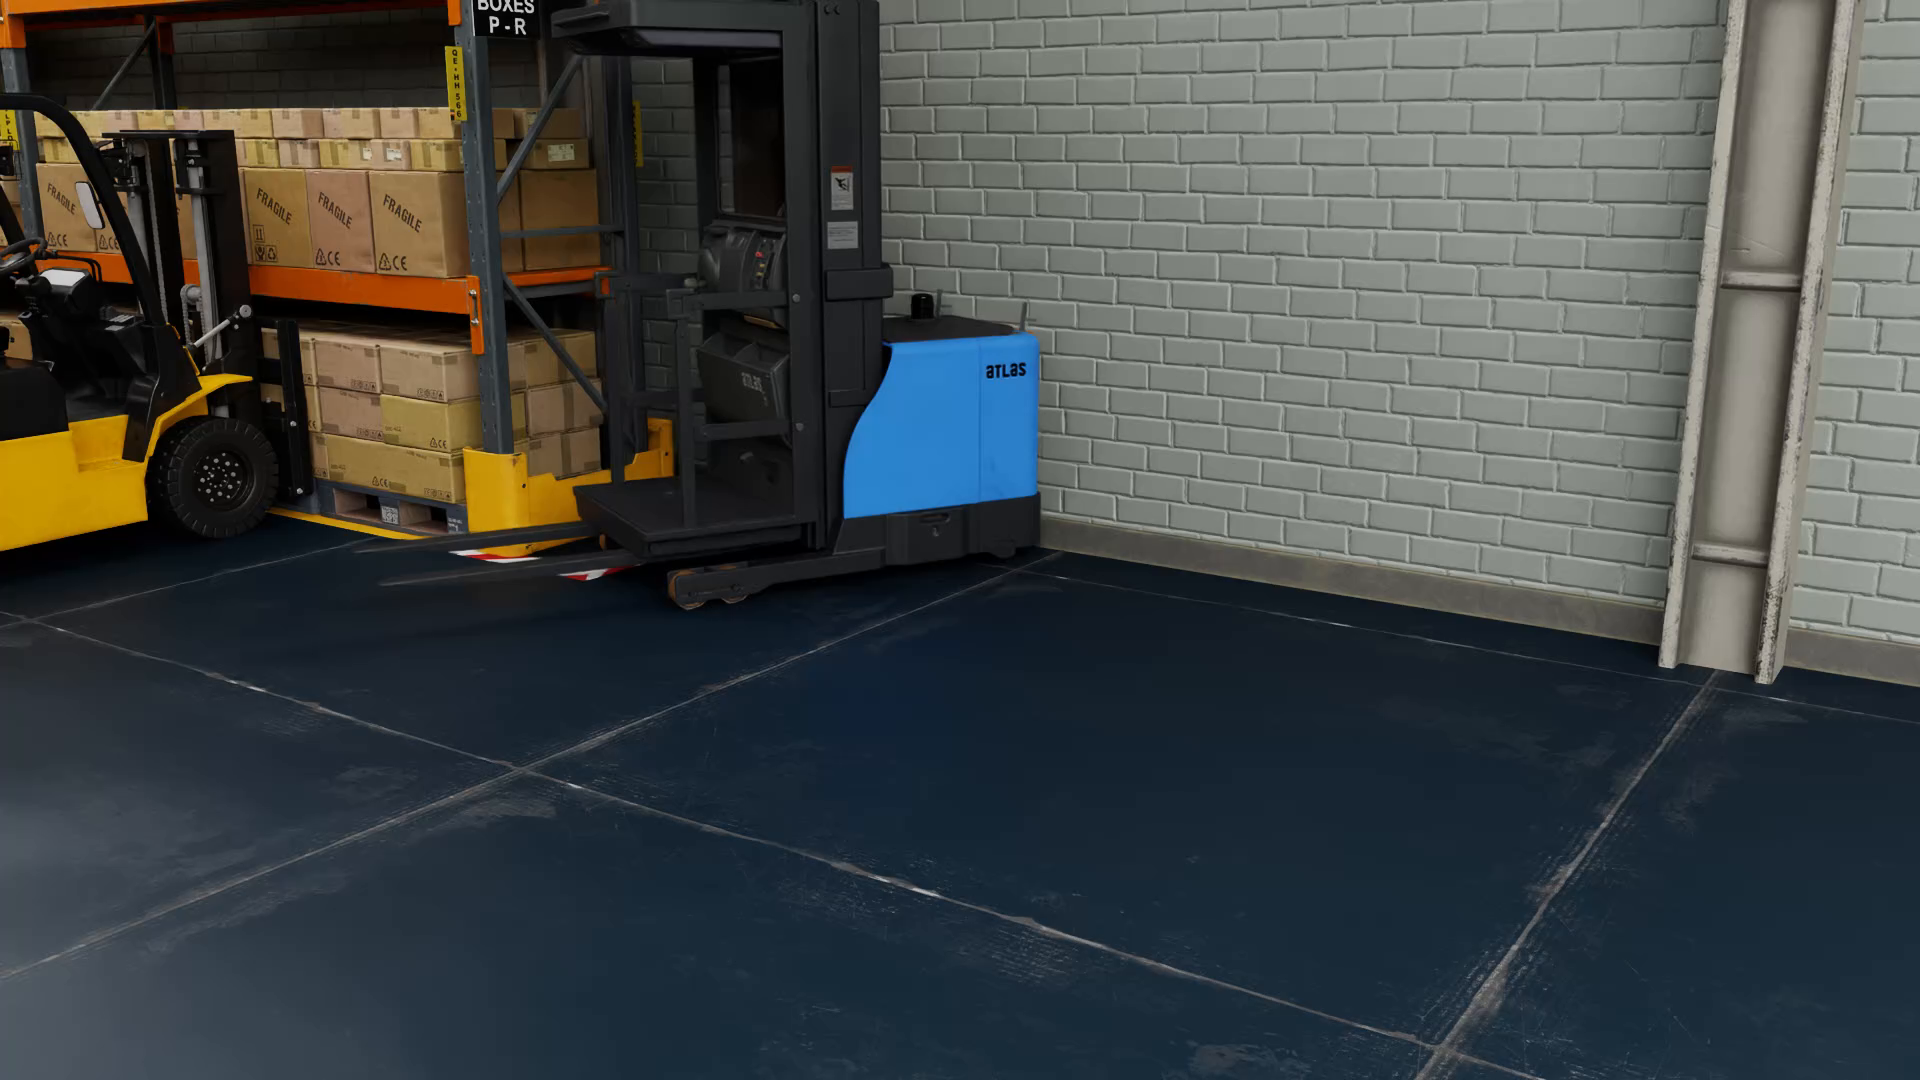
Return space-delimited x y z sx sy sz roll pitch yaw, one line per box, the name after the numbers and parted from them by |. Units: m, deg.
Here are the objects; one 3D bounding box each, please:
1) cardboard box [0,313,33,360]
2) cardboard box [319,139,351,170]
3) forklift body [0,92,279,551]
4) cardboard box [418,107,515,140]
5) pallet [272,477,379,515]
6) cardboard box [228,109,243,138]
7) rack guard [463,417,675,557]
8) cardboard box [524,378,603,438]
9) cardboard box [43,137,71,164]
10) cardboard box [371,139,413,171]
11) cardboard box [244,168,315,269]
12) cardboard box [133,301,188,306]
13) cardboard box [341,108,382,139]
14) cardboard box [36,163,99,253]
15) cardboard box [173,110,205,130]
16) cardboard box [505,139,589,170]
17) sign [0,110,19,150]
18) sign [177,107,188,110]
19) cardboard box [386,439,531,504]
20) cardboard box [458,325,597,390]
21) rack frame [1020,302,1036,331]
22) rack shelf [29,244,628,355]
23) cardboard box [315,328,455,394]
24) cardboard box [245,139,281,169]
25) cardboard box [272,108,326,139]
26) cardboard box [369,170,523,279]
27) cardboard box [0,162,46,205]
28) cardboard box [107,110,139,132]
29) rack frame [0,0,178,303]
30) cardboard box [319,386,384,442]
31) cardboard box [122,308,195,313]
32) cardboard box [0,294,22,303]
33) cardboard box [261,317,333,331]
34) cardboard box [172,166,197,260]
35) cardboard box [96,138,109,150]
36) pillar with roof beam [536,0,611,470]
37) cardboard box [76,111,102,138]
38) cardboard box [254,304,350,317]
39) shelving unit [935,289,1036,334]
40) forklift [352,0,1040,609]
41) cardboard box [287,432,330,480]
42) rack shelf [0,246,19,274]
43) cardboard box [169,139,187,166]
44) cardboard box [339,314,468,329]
-5.738 -1.164 10.852 0.625 0.625 0.875 10 17 35 | cardboard box
-3.033 -1.974 8.496 0.250 0.149 0.380 9 17 32 | cardboard box
-4.571 -0.987 7.836 1.214 2.155 2.313 9 17 33 | forklift body
-2.395 -2.023 8.075 0.250 0.149 0.380 9 17 33 | cardboard box
-3.646 -0.413 9.554 1.213 0.211 1.003 9 17 33 | pallet
-3.671 -2.227 8.901 0.250 0.149 0.380 9 17 34 | cardboard box
-1.960 -0.292 8.464 0.348 0.500 1.175 9 17 33 | rack guard
-2.254 -0.725 8.818 0.500 0.250 0.500 10 17 34 | cardboard box
-5.181 -2.314 9.869 0.250 0.149 0.380 9 16 32 | cardboard box
-2.652 -1.891 8.163 0.250 0.149 0.380 9 17 34 | cardboard box
-3.385 -1.711 8.785 0.500 0.500 0.500 9 16 32 | cardboard box
-4.783 -1.372 10.392 0.500 0.250 0.500 10 17 34 | cardboard box
-2.849 -2.079 8.304 0.250 0.149 0.380 10 17 34 | cardboard box
-5.076 -1.982 9.881 0.500 0.500 0.500 9 16 31 | cardboard box
-4.087 -2.294 9.172 0.250 0.149 0.380 9 17 33 | cardboard box
-2.116 -1.970 8.479 0.250 0.149 0.380 9 16 31 | cardboard box
-5.594 -2.459 9.771 0.005 0.325 0.100 9 17 33 | sign
-4.990 -2.615 10.678 0.005 0.325 0.100 9 17 33 | sign
-2.546 -0.378 8.456 0.500 0.250 0.500 9 17 33 | cardboard box
-2.273 -0.966 8.749 0.500 0.250 0.500 9 16 32 | cardboard box
0.297 -0.550 8.059 0.015 1.200 0.240 14 13 31 | rack frame
-3.639 -1.428 9.346 4.000 0.370 1.077 9 17 33 | rack shelf
-2.963 -0.930 8.606 0.500 0.250 0.500 10 17 34 | cardboard box
-3.502 -2.030 8.724 0.250 0.149 0.380 9 17 33 | cardboard box
-3.292 -2.140 8.550 0.250 0.149 0.380 10 17 34 | cardboard box
-2.535 -1.571 8.219 0.500 0.500 0.500 9 16 32 | cardboard box
-5.849 -2.230 10.361 0.500 0.250 0.500 9 16 32 | cardboard box
-4.560 -2.347 9.384 0.250 0.149 0.380 10 17 34 | cardboard box
-5.299 -2.045 10.343 0.127 3.000 1.000 9 17 33 | rack frame
-2.968 -0.693 8.689 0.500 0.250 0.500 9 17 32 | cardboard box
-4.654 -1.202 9.703 0.500 0.250 0.500 9 17 33 | cardboard box
-7.003 -1.370 11.684 0.625 0.625 0.875 8 16 31 | cardboard box
-3.803 -1.065 9.152 0.500 0.250 0.500 9 16 32 | cardboard box
-4.214 -1.848 9.338 0.500 0.500 0.500 9 17 32 | cardboard box
-4.734 -2.250 9.611 0.250 0.149 0.380 9 17 33 | cardboard box
-4.457 -3.836 5.091 0.400 9.000 9.100 9 17 33 | pillar with roof beam
-4.923 -2.438 9.751 0.250 0.149 0.380 9 17 34 | cardboard box
-3.942 -1.237 9.845 0.500 0.250 0.500 9 17 33 | cardboard box
0.094 -0.600 8.185 0.503 1.200 0.258 14 13 31 | shelving unit
-1.158 -1.270 7.353 3.031 2.935 1.130 -8 16 -28 | forklift
-3.363 -0.516 9.012 0.500 0.250 0.500 9 17 33 | cardboard box
-6.958 -1.964 11.513 4.000 0.370 1.077 9 17 33 | rack shelf
-4.135 -2.136 9.152 0.250 0.149 0.380 9 16 31 | cardboard box
-3.099 -1.101 9.296 0.500 0.250 0.500 9 17 32 | cardboard box
